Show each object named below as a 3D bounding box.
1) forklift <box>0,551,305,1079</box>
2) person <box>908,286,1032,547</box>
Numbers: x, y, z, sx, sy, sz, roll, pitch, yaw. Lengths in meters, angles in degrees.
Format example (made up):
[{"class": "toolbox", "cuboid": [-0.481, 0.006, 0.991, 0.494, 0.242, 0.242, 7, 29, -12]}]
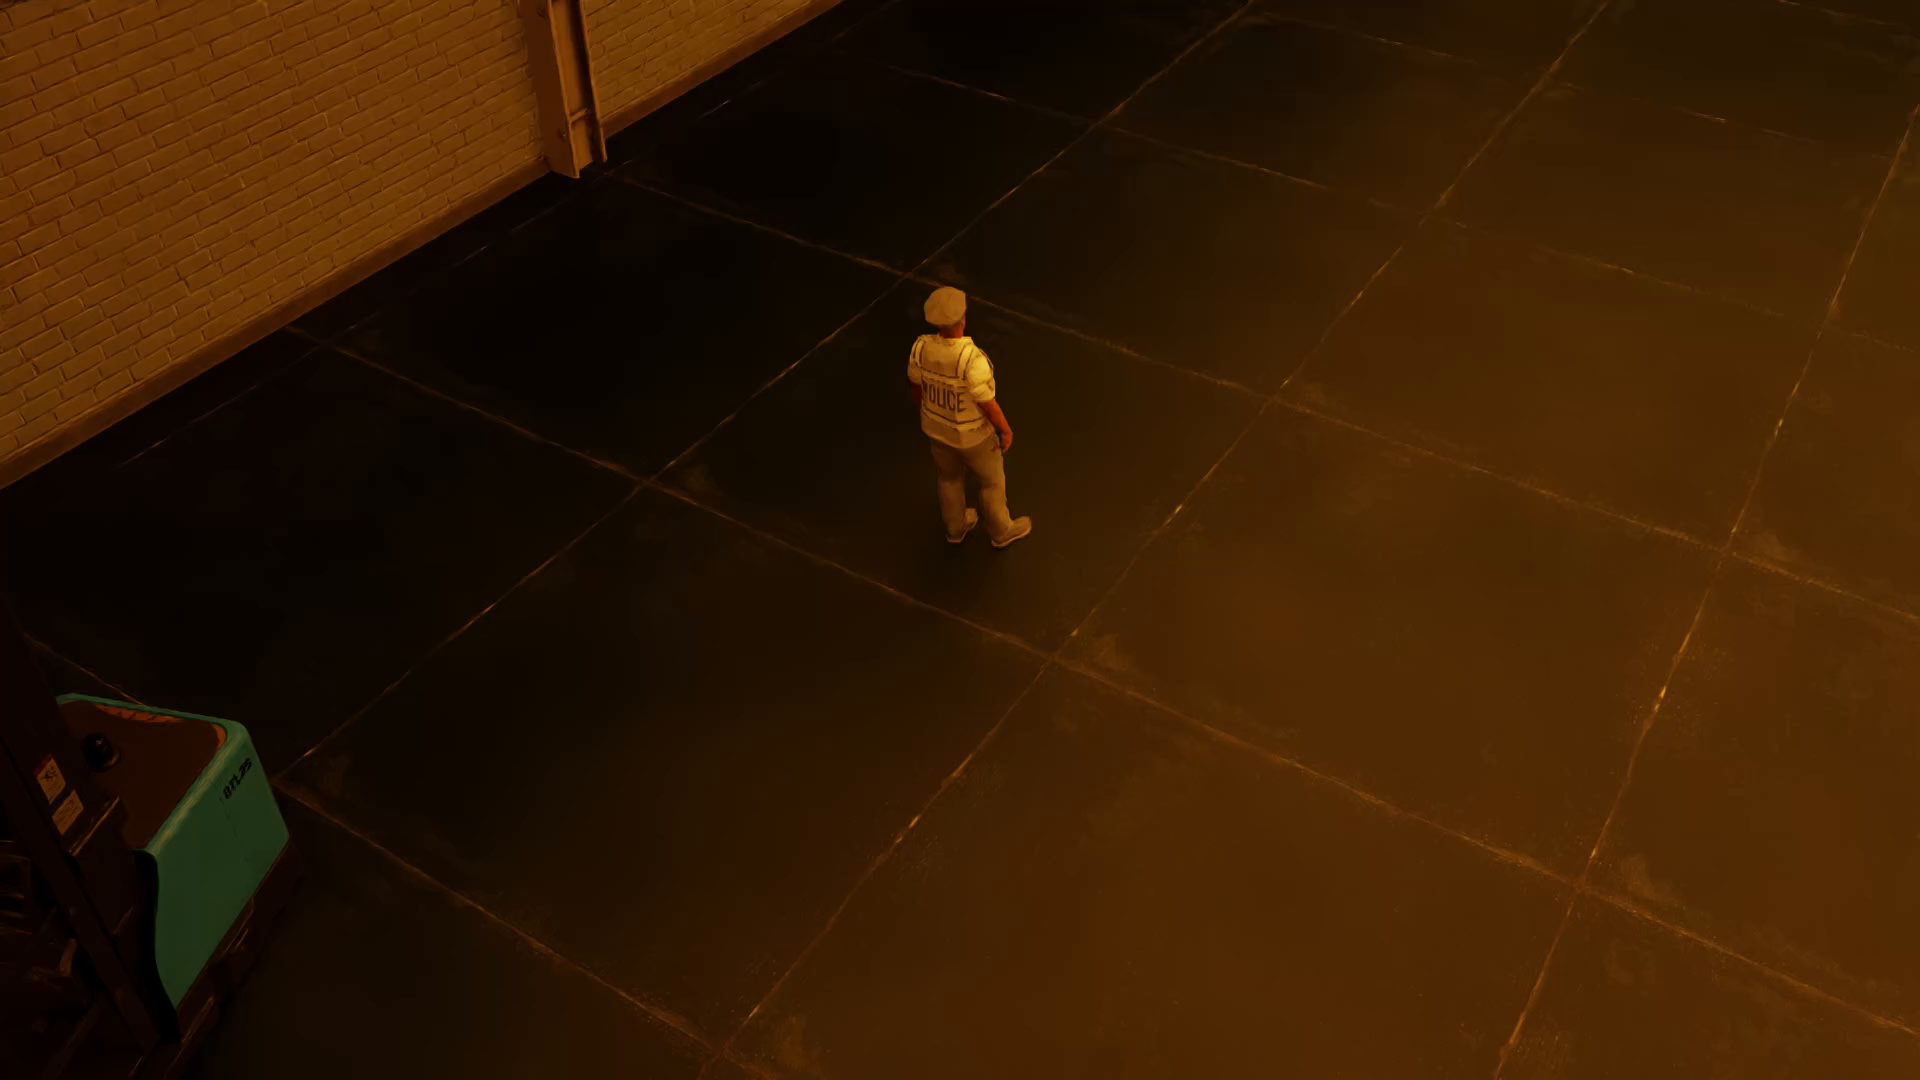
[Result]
[{"class": "forklift", "cuboid": [-4.051, 1.399, 6.316, 1.130, 2.935, 3.031, 8, 41, 9]}, {"class": "person", "cuboid": [0.052, -0.724, 9.698, 0.640, 1.781, 0.574, 22, 45, 24]}]
